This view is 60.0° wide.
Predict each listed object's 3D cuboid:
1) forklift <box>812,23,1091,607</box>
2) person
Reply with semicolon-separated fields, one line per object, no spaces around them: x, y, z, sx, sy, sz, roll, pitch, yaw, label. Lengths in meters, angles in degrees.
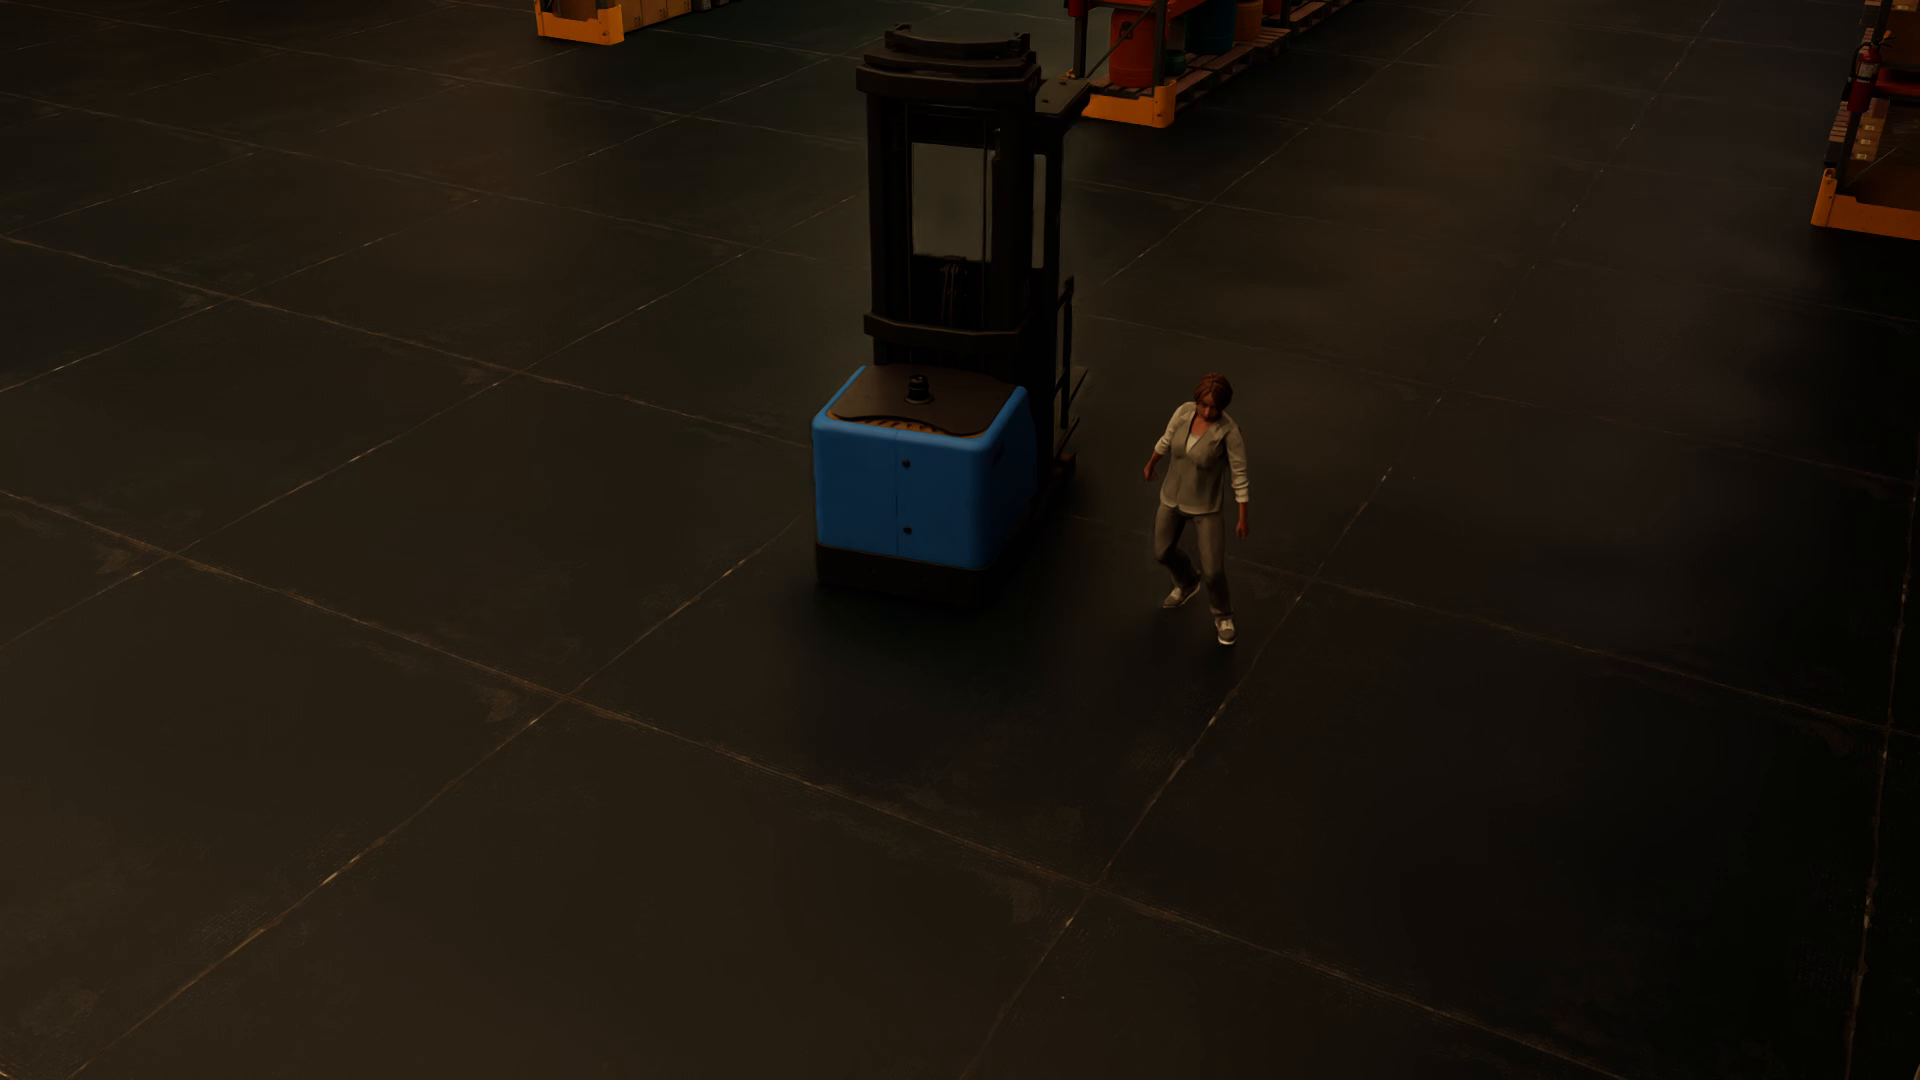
0.109;-1.620;9.878;1.130;2.935;3.031;9;31;15;forklift
1.276;-0.234;8.909;0.732;1.552;0.438;25;38;36;person
